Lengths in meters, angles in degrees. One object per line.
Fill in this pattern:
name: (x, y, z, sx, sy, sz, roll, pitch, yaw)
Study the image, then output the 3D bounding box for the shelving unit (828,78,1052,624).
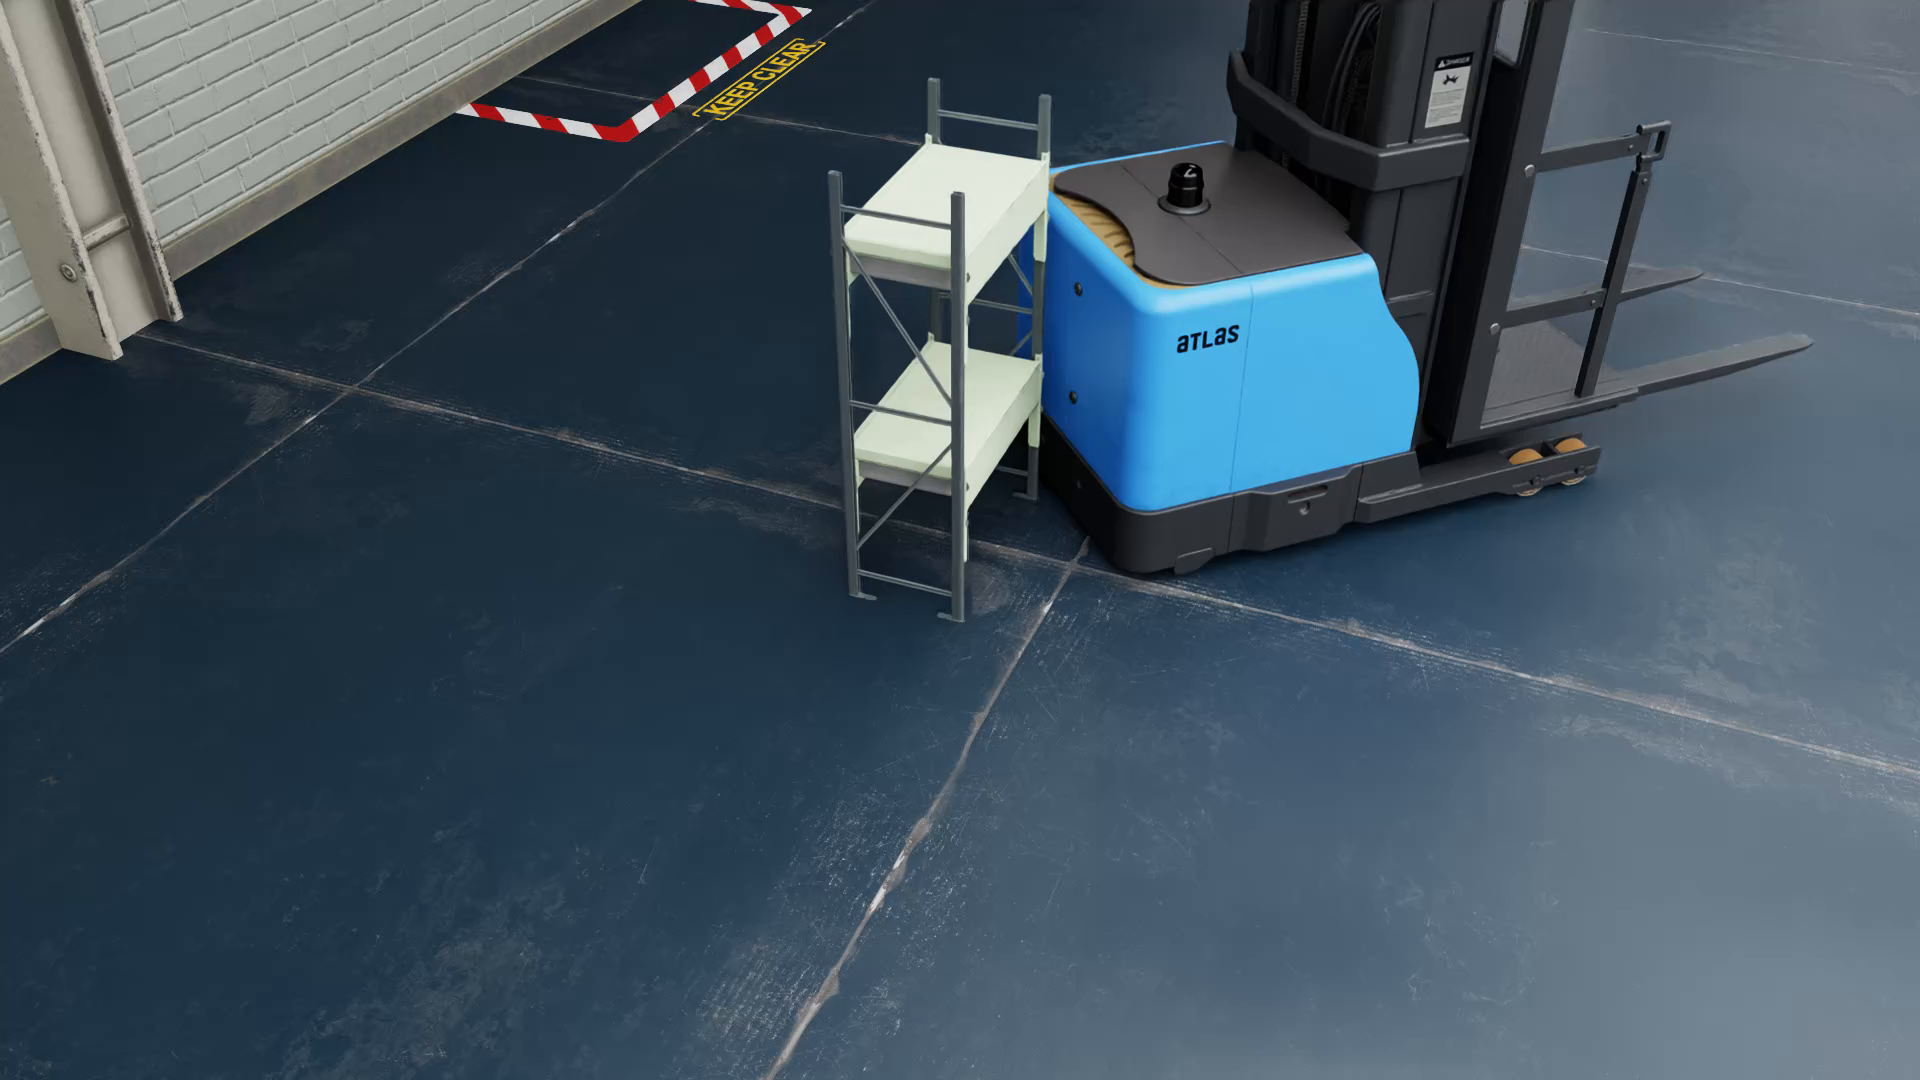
shelving unit: (-0.044, -0.582, 5.276, 0.431, 1.500, 0.755, 13, 39, 17)

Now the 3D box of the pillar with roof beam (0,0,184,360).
pillar with roof beam: (0.494, -3.494, 2.908, 9.100, 9.000, 0.400, 14, 39, 18)

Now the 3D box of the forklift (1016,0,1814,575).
forklift: (1.760, -1.612, 5.458, 3.031, 2.935, 1.130, -13, 39, -17)

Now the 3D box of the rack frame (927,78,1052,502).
rack frame: (0.088, -0.786, 5.549, 0.400, 1.500, 0.023, 13, 39, 17)

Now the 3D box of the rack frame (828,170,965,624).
rack frame: (-0.177, -0.378, 5.002, 0.400, 1.500, 0.023, 13, 39, 17)

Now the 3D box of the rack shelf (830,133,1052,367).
rack shelf: (-0.044, -0.894, 5.042, 0.431, 0.370, 0.720, 13, 39, 17)

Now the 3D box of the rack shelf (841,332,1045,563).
rack shelf: (-0.044, -0.321, 5.471, 0.431, 0.370, 0.720, 13, 39, 17)
